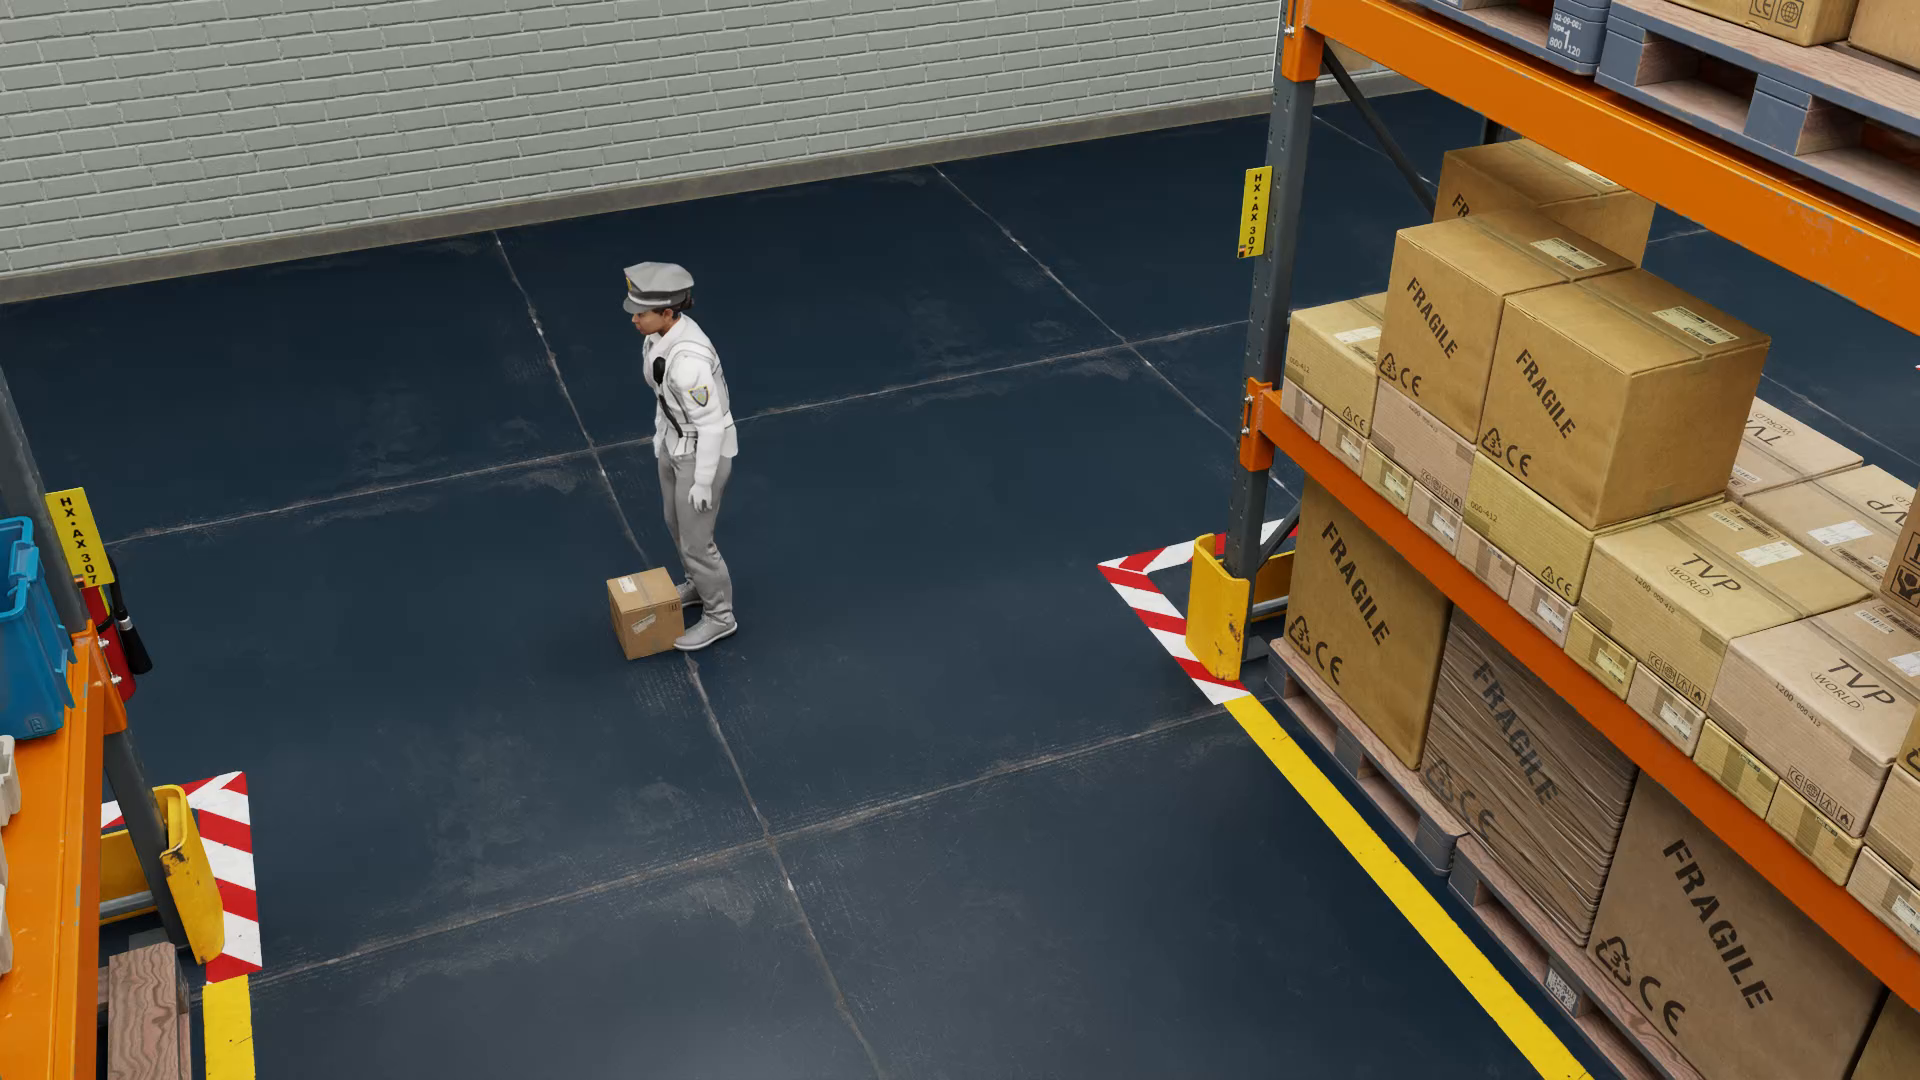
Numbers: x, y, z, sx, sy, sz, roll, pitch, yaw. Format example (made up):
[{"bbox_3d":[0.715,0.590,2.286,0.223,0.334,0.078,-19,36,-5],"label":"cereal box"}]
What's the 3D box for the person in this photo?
[{"bbox_3d":[-1.087,-0.334,6.637,0.375,1.664,0.546,-15,37,-22],"label":"person"}]
